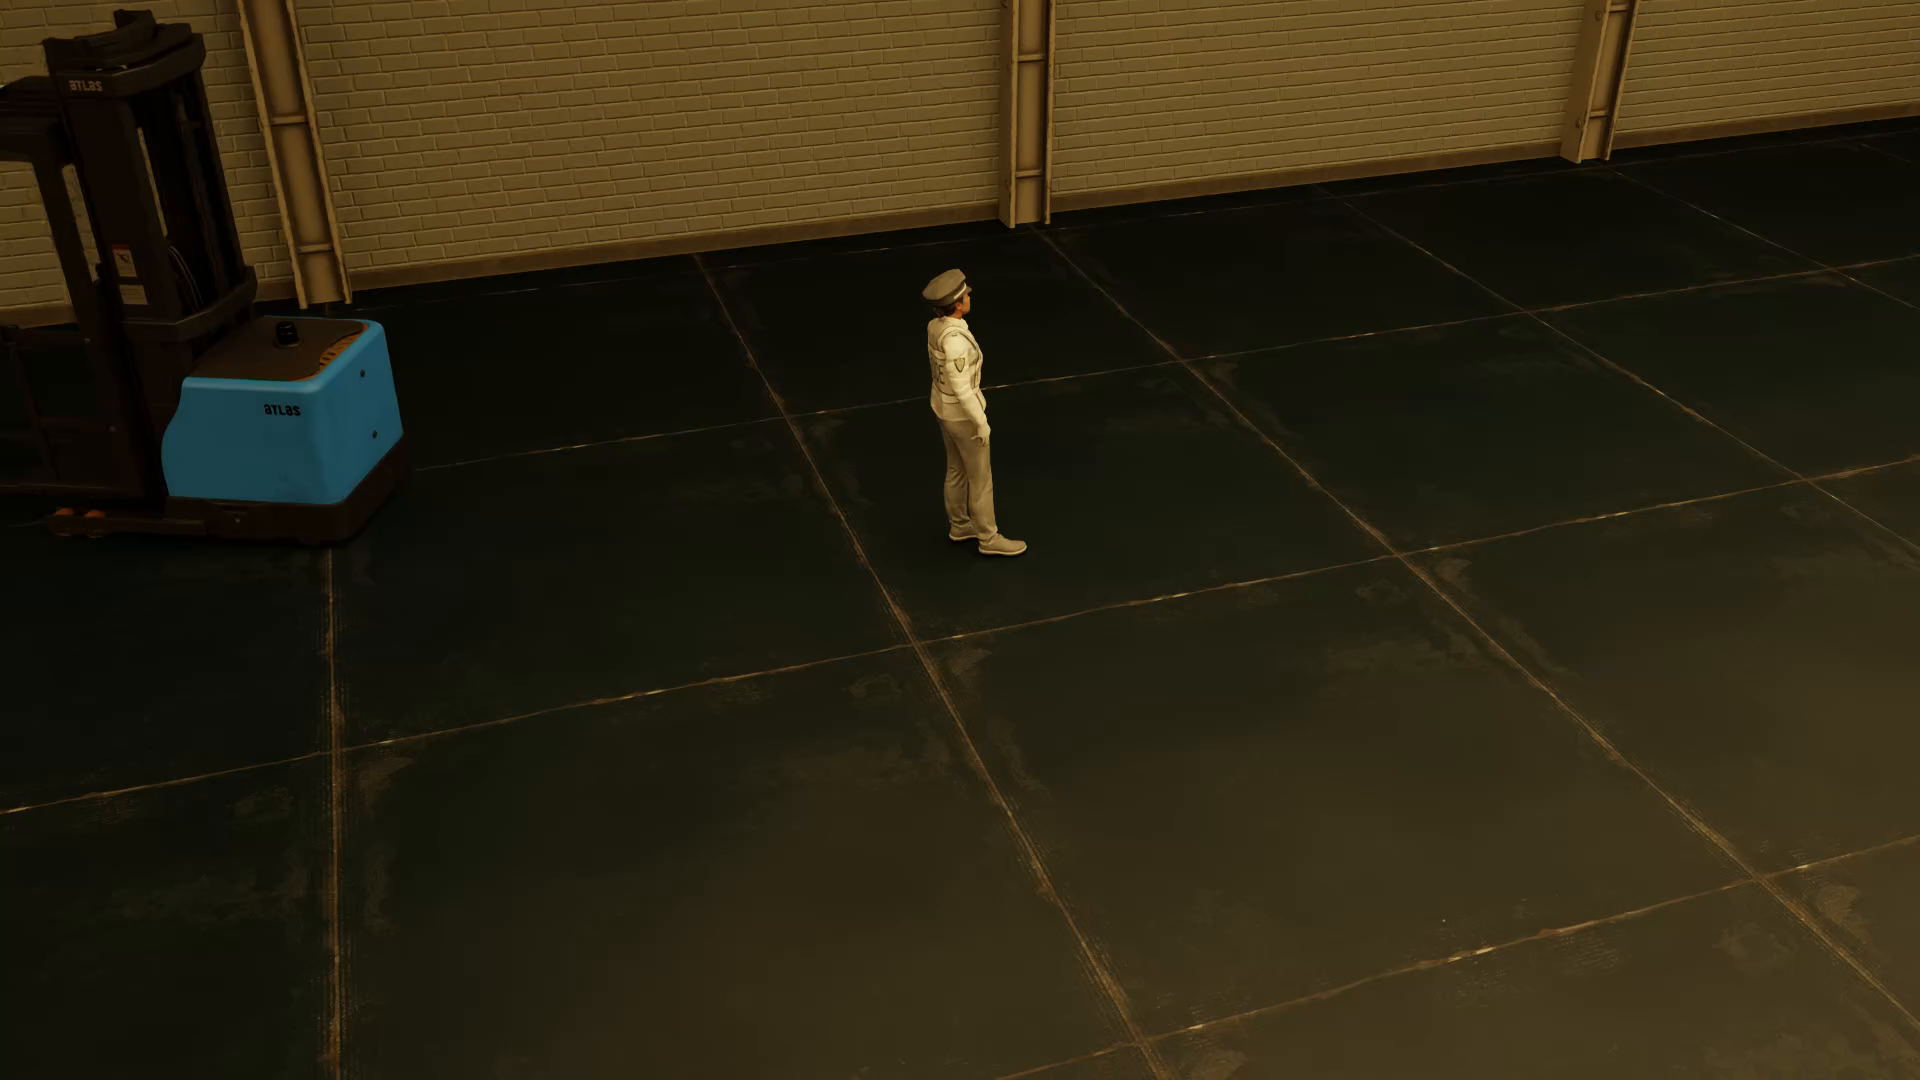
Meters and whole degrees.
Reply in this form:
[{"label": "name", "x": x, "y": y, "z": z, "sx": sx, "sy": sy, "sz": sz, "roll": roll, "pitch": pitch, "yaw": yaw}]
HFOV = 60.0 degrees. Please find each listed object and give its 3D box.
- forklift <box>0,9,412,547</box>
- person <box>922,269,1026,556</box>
[{"label": "forklift", "x": -5.076, "y": -1.538, "z": 9.761, "sx": 3.031, "sy": 2.935, "sz": 1.130, "roll": 3, "pitch": 30, "yaw": 6}, {"label": "person", "x": 0.068, "y": -0.747, "z": 9.614, "sx": 0.530, "sy": 1.690, "sz": 0.586, "roll": -10, "pitch": 31, "yaw": -16}]
